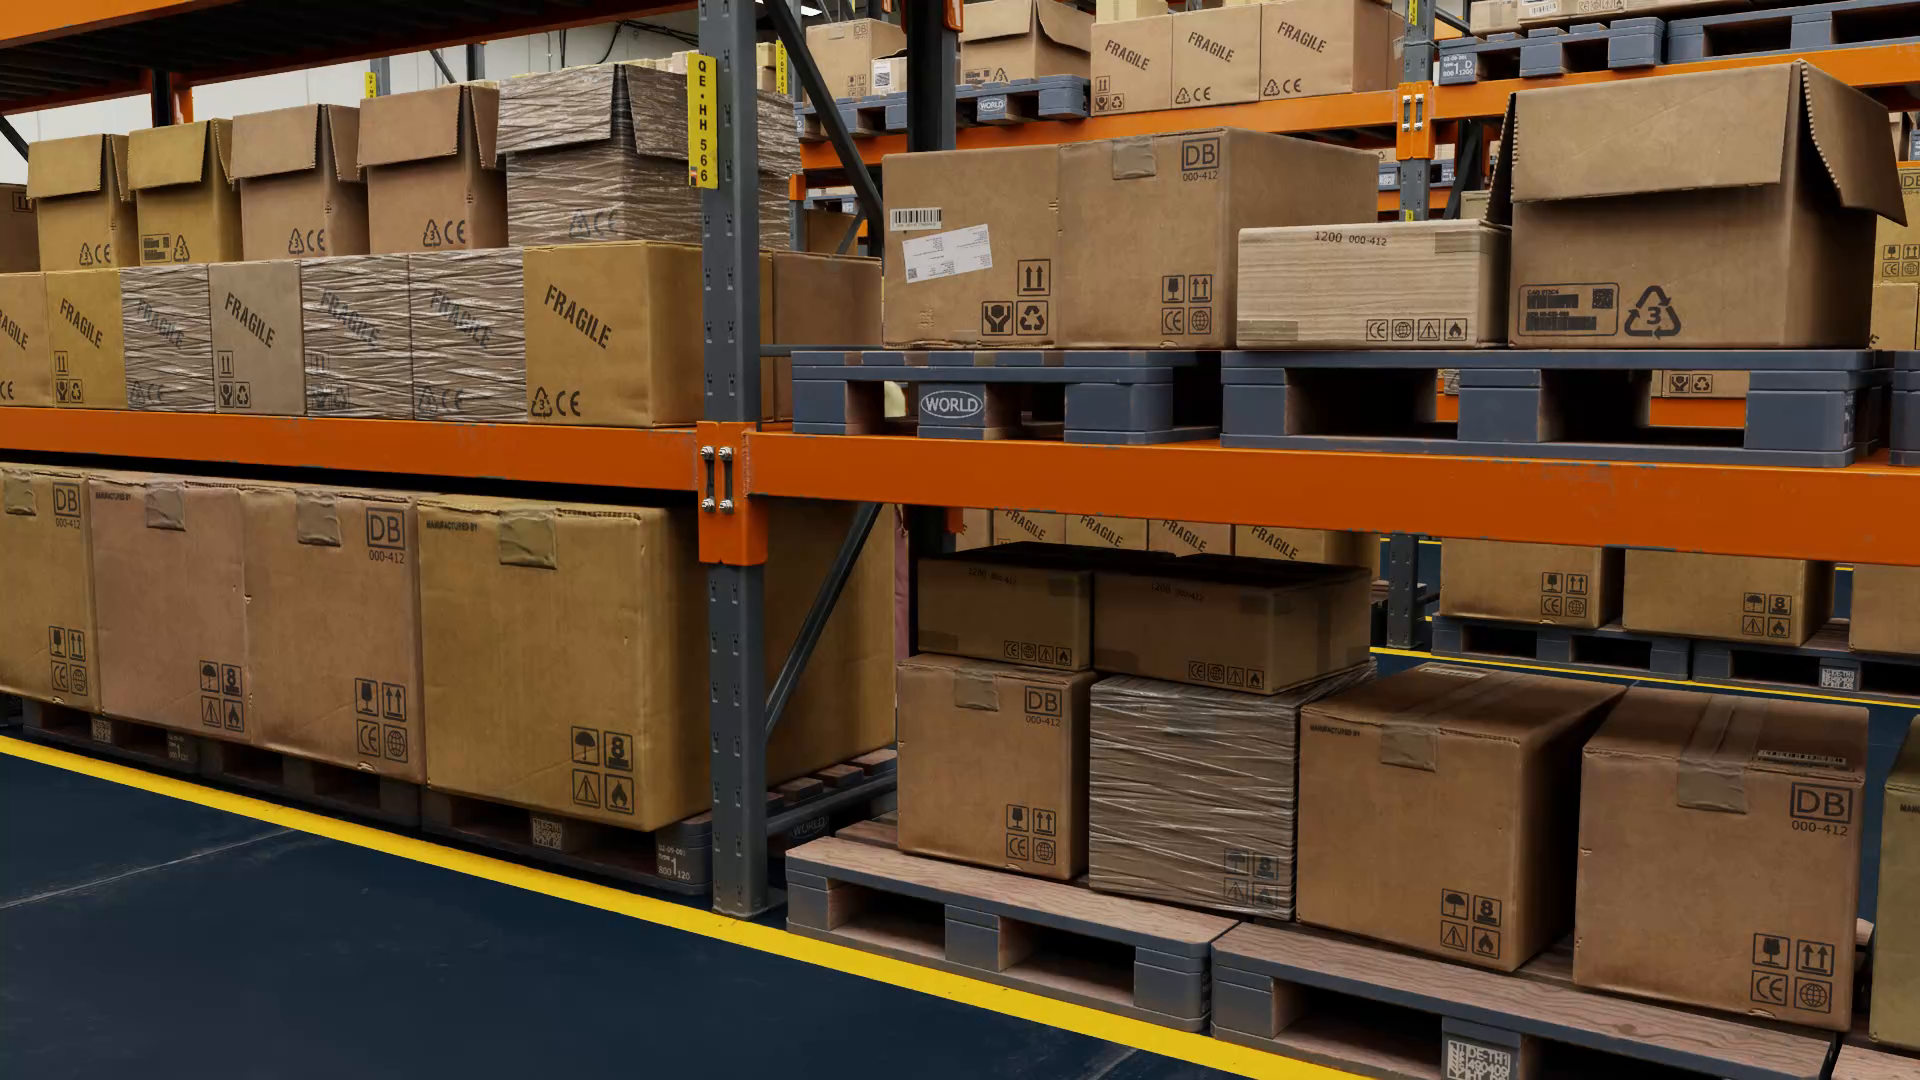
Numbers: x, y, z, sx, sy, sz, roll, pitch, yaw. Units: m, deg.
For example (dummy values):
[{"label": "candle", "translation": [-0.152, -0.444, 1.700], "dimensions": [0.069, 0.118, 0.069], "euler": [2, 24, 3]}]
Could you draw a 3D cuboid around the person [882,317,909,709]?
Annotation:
[{"label": "person", "translation": [-0.387, -0.131, 7.139], "dimensions": [0.501, 1.673, 0.404], "euler": [4, 8, 33]}]
